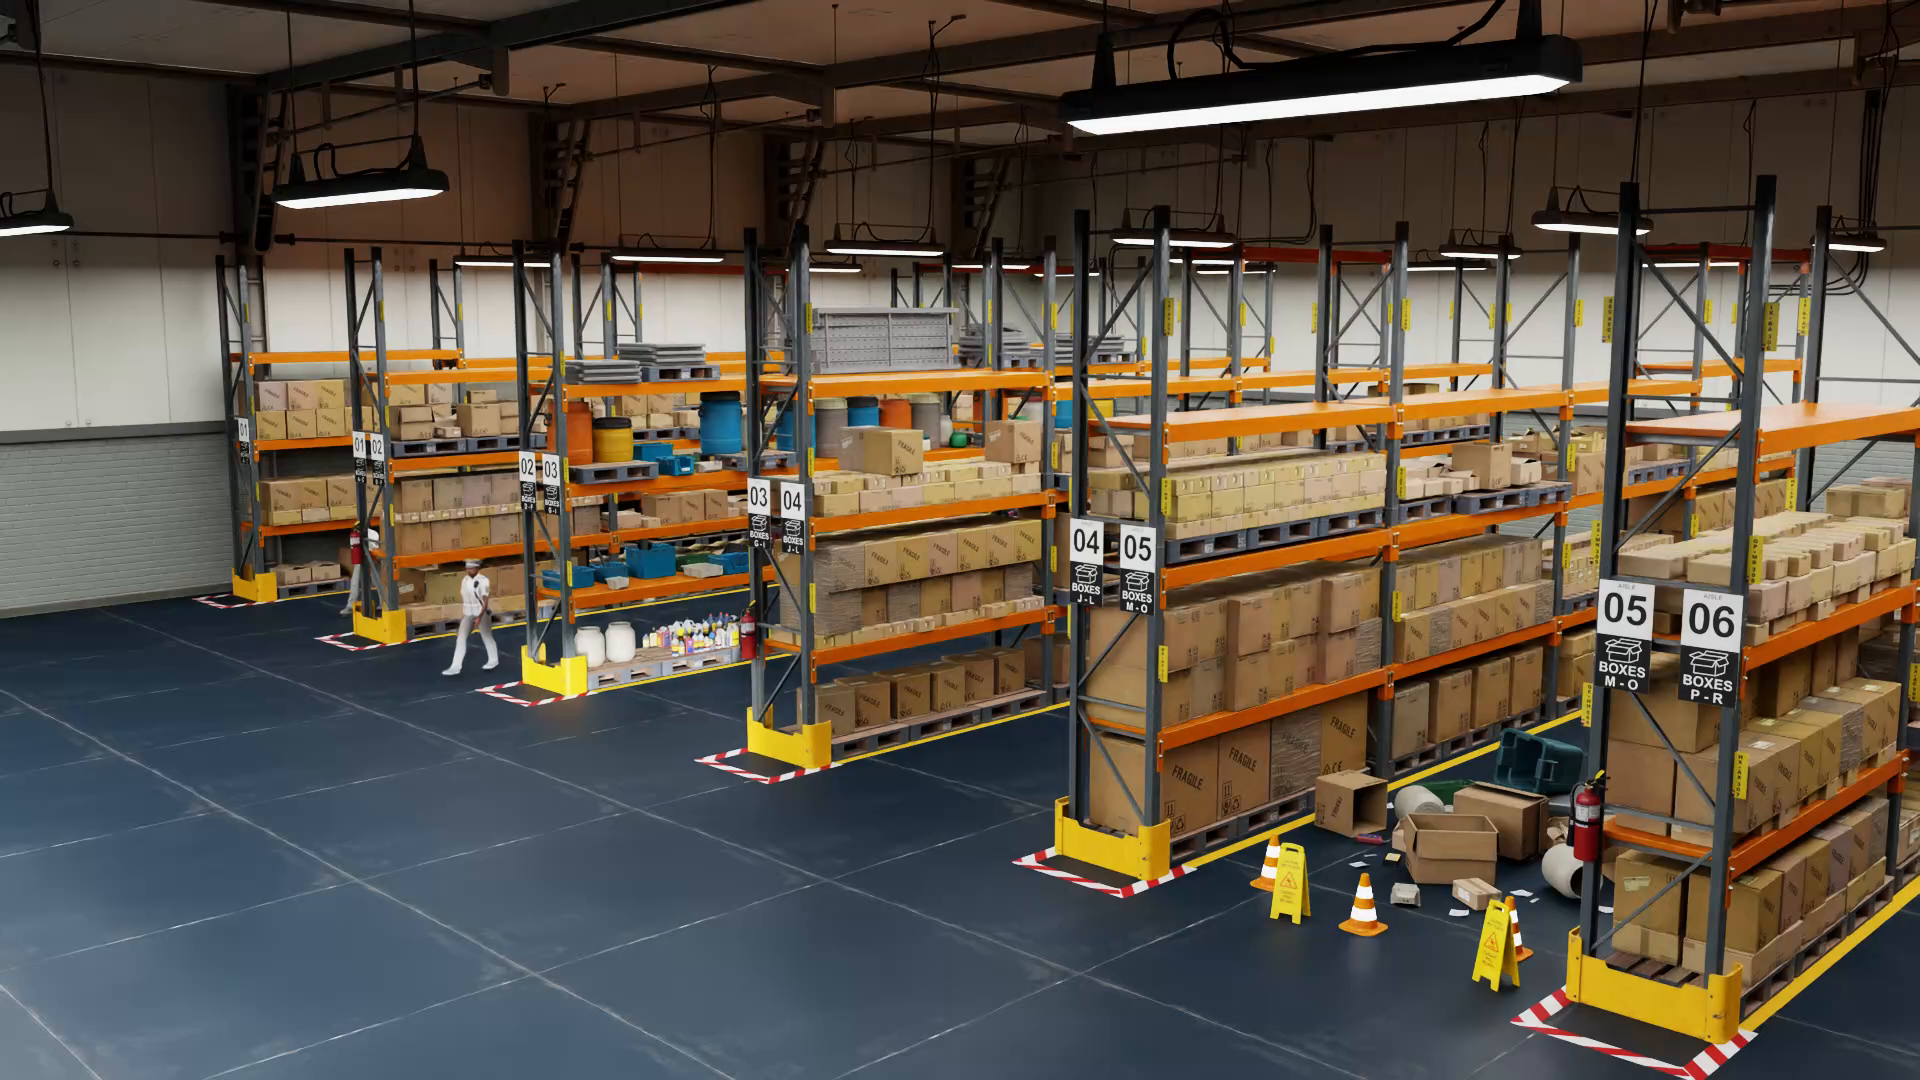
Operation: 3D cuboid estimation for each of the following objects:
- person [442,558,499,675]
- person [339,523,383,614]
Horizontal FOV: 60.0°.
[{"bbox_3d":[-6.827,1.052,23.239,0.510,1.625,0.965,2,8,11],"label":"person"},{"bbox_3d":[-9.963,0.411,27.829,0.524,1.602,0.992,1,8,9],"label":"person"}]
